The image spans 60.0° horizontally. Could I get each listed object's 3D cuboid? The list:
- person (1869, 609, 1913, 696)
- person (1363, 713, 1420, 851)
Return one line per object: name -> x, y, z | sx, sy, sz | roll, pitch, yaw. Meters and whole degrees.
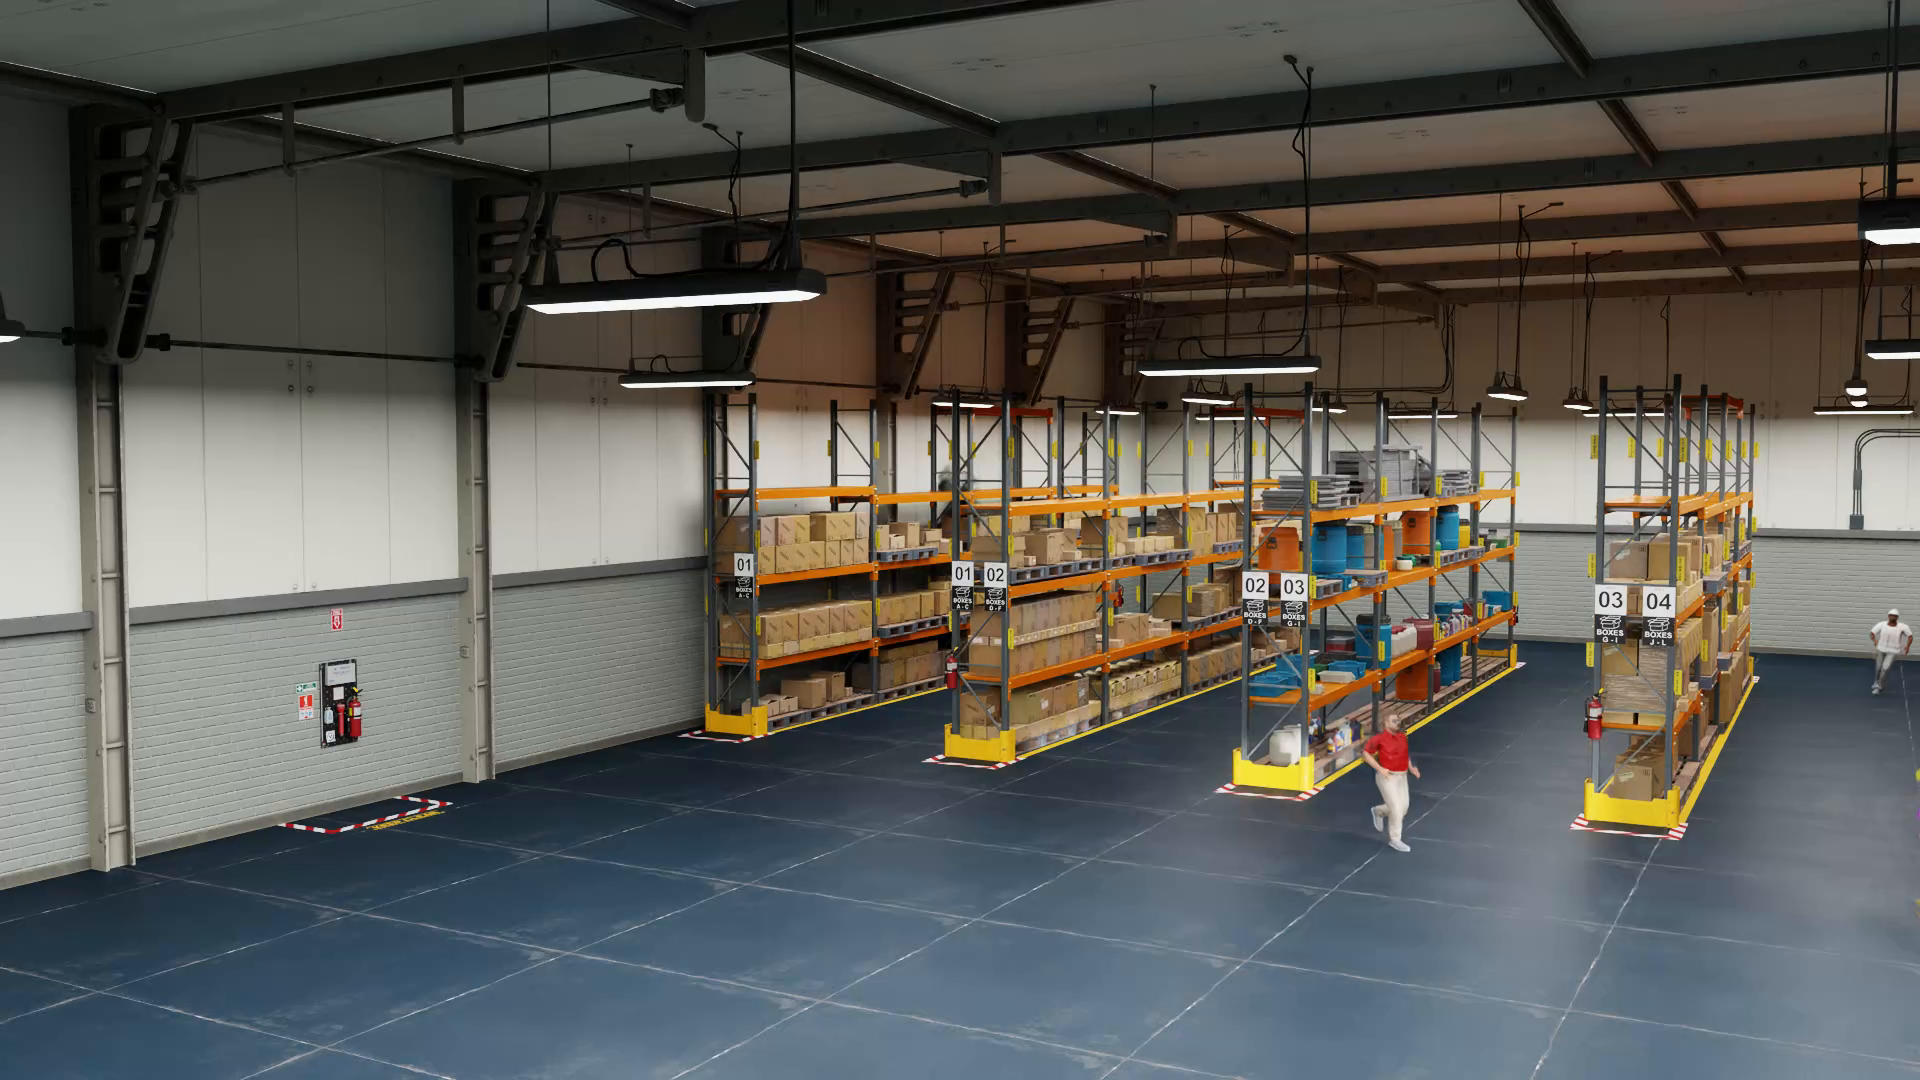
person -> 18.991, 2.283, 34.012 | 0.760, 1.738, 0.965 | 3, 4, 42
person -> 5.430, 3.033, 21.037 | 0.663, 1.707, 0.728 | -2, 4, -30
